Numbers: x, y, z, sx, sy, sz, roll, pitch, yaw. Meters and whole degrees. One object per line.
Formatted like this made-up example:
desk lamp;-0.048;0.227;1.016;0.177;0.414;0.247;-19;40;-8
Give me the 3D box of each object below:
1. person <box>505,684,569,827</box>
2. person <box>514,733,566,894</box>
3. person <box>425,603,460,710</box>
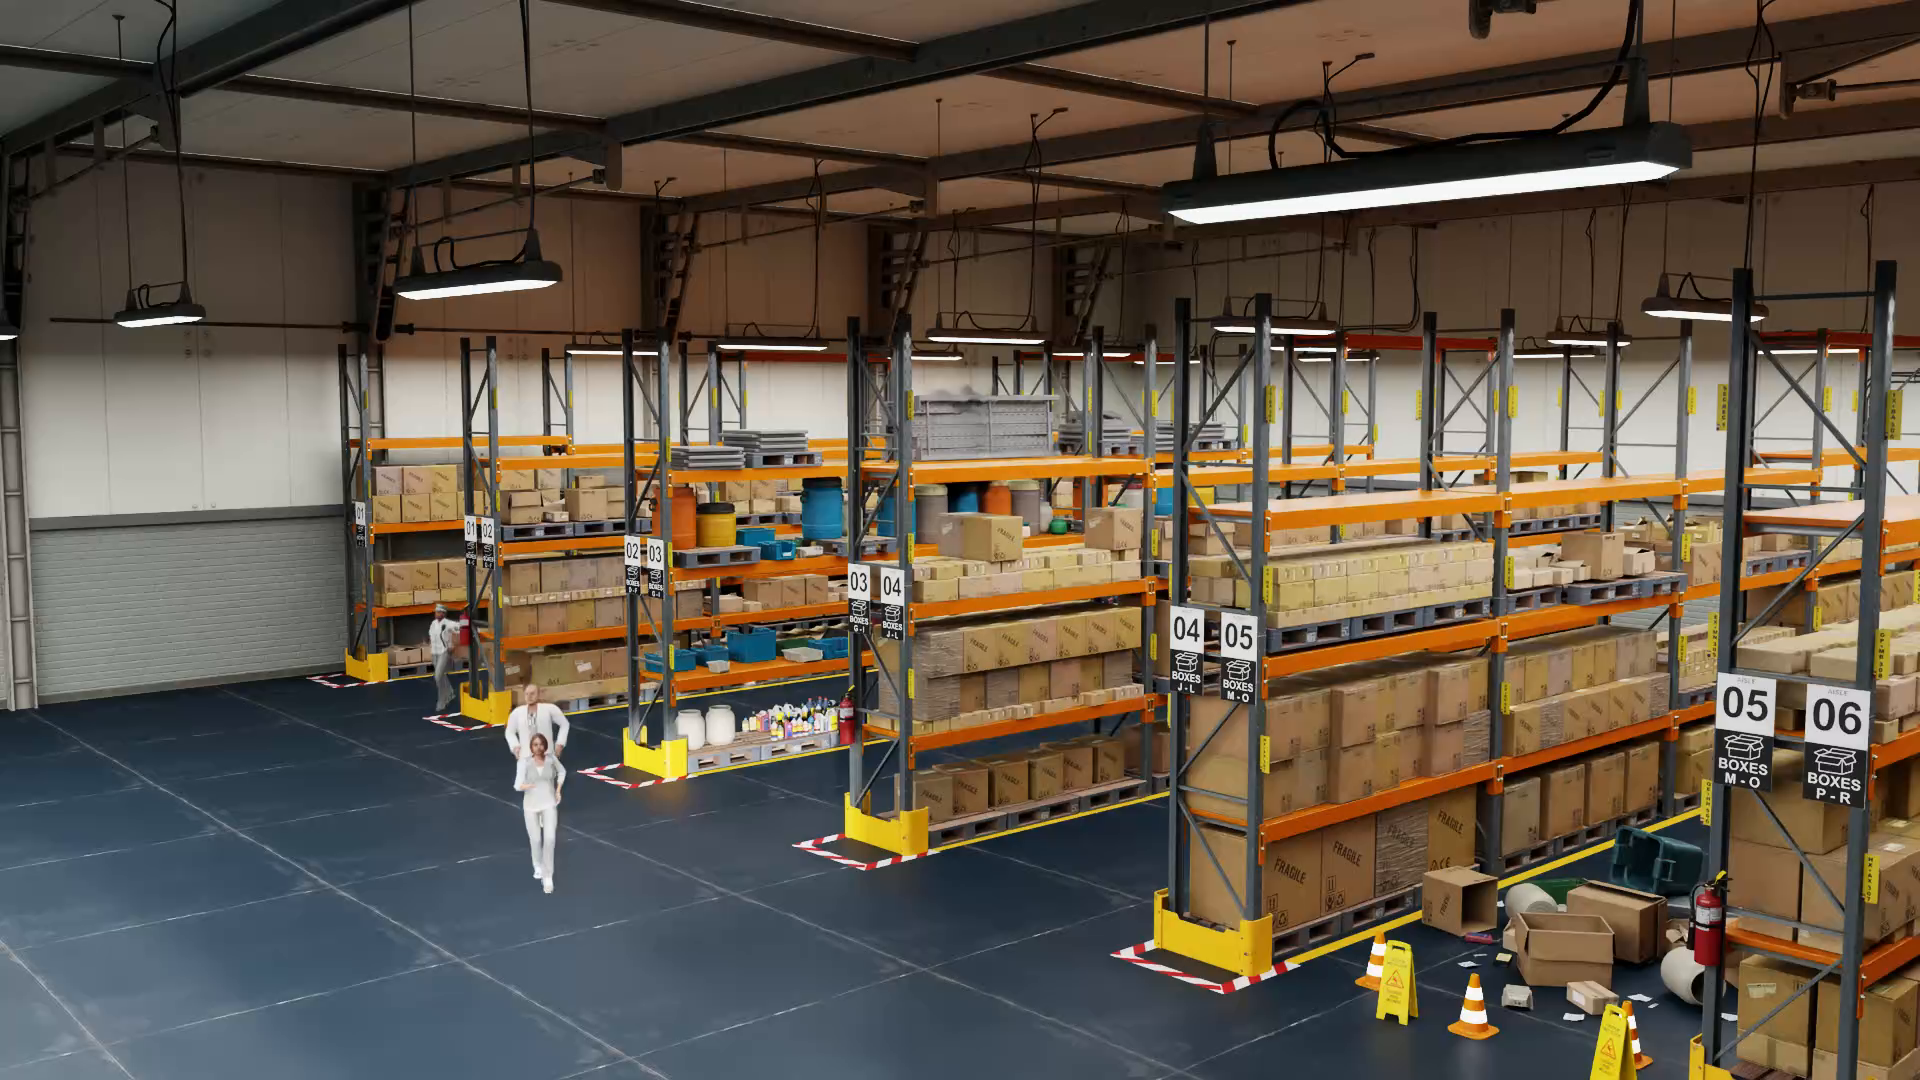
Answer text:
person;-4.965;2.559;19.450;0.721;1.738;0.586;0;5;-4
person;-4.356;2.817;17.275;0.516;1.637;0.677;-1;5;-12
person;-8.440;1.907;27.144;0.579;1.781;0.675;3;6;28
